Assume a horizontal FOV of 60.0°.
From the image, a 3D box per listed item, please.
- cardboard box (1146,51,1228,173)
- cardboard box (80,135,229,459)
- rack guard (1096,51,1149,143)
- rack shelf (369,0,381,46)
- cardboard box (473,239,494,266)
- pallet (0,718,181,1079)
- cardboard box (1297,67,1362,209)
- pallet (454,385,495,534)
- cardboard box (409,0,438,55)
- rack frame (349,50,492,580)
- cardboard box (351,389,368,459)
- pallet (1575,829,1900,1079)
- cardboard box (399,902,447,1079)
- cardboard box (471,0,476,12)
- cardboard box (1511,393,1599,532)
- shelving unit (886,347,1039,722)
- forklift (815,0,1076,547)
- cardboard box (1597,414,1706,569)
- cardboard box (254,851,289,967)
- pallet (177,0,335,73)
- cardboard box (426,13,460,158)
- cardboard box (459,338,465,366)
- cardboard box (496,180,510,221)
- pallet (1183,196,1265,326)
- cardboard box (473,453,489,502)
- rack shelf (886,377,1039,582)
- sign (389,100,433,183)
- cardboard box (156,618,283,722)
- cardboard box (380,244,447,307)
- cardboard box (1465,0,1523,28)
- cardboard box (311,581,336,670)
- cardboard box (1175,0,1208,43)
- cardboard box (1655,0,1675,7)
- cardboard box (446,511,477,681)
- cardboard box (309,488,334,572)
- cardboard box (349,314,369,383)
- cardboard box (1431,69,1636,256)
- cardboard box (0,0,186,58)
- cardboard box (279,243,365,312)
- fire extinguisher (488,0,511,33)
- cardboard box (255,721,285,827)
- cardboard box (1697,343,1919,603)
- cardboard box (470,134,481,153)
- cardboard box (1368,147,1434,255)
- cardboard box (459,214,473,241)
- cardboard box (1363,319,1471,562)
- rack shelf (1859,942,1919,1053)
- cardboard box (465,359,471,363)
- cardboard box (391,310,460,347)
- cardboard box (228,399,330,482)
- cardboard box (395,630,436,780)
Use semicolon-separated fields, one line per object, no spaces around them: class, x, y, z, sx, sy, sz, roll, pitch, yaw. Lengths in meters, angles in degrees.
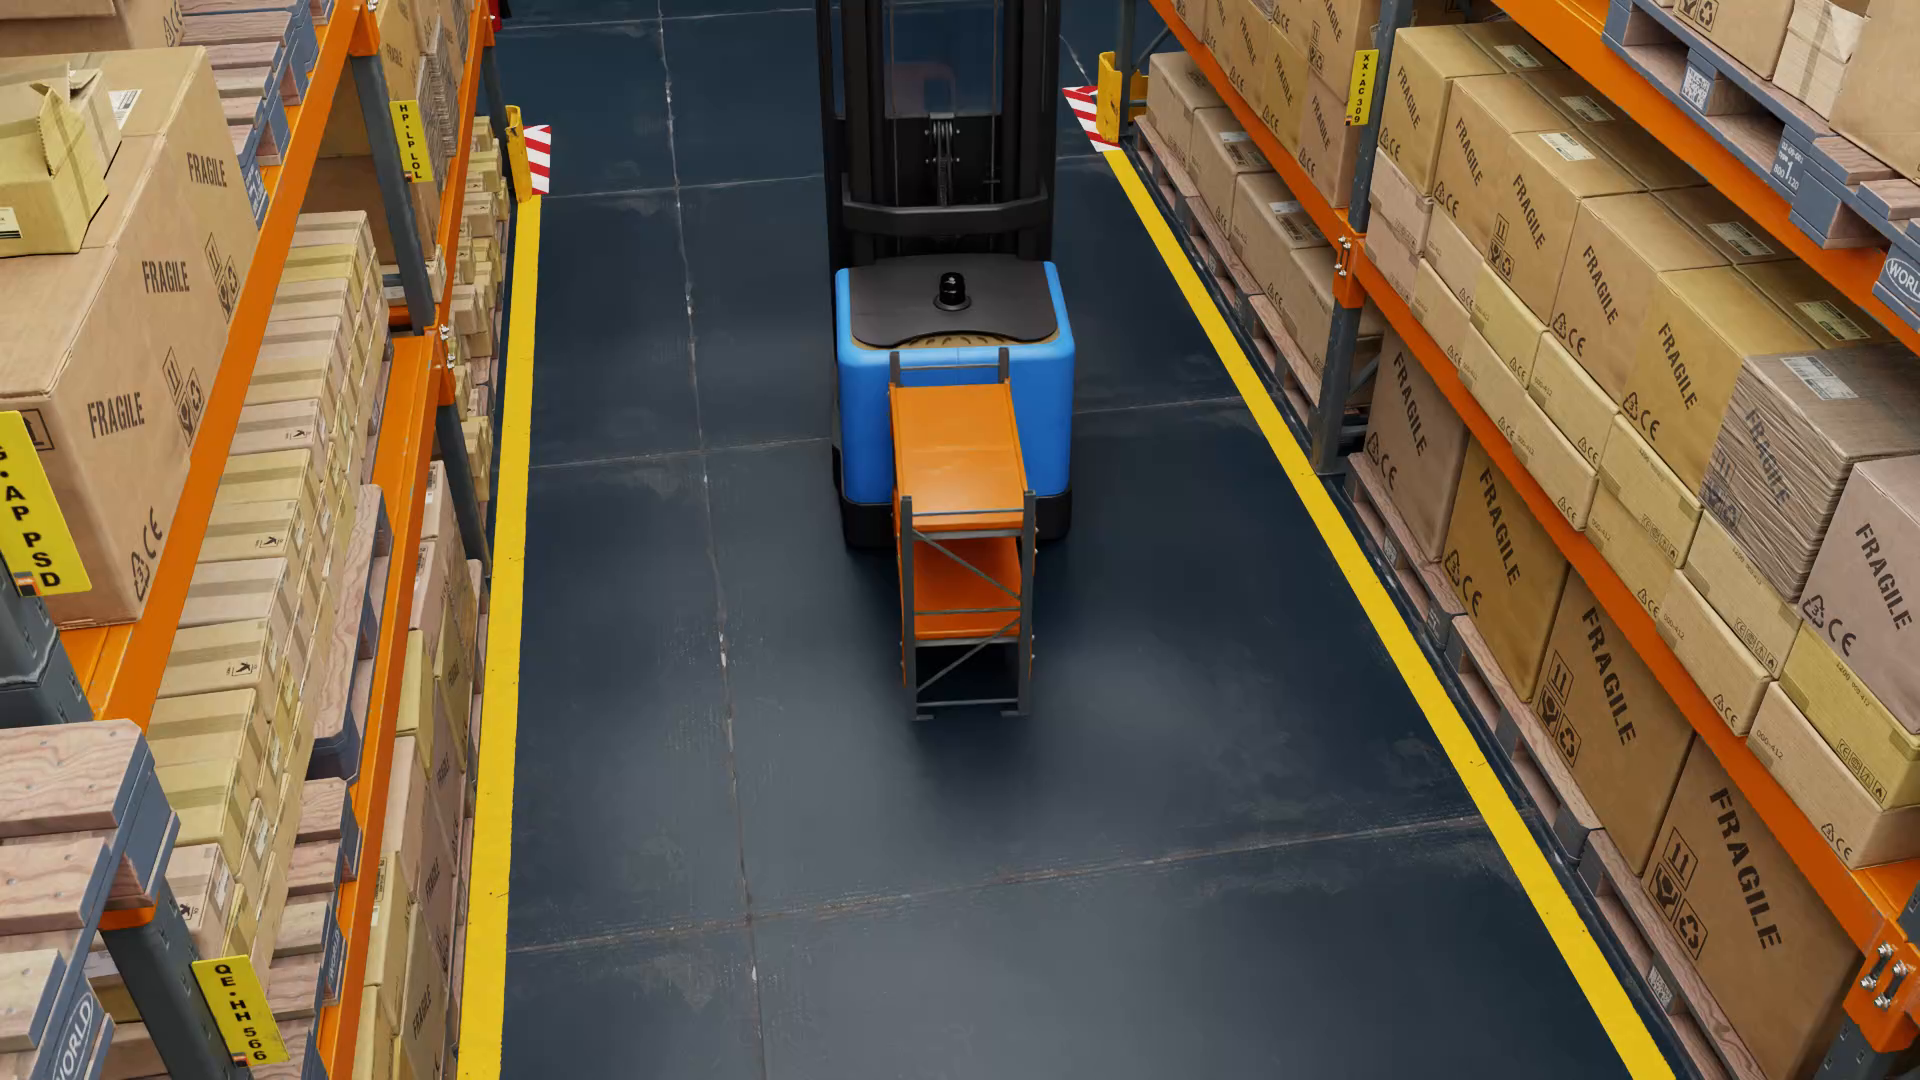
cardboard box;1.744;-2.765;10.610;0.875;0.438;0.875;-7;38;-9
cardboard box;-1.856;-0.472;3.386;0.500;0.500;0.500;-6;38;-8
rack guard;1.525;-3.026;11.237;1.175;0.500;0.348;-6;38;-8
rack shelf;-2.975;-3.097;7.433;1.077;0.370;4.000;-6;38;-8
cardboard box;-2.730;-1.492;8.965;0.380;0.149;0.250;-4;38;-6
pallet;-1.758;0.700;2.113;1.213;0.211;1.003;-5;38;-6
cardboard box;1.898;-1.875;7.636;0.500;0.500;0.500;-6;38;-8
pallet;-2.777;-0.290;7.951;1.003;0.211;1.213;-6;38;-8
cardboard box;-2.628;-2.459;7.331;0.500;0.500;0.500;-6;38;-7
rack frame;-2.625;-0.989;6.578;1.000;3.000;0.127;-6;38;-8
cardboard box;-2.229;-0.378;5.654;0.380;0.149;0.250;-8;39;-10
pallet;2.868;1.450;5.711;1.003;0.211;1.213;-6;38;-8
cardboard box;-1.888;1.490;5.082;0.500;0.500;0.500;-6;38;-7
cardboard box;-2.991;-3.139;9.551;0.380;0.149;0.250;-6;38;-8
cardboard box;2.293;-0.302;5.817;0.500;0.250;0.500;-7;38;-9
shelving unit;-0.007;-0.032;6.875;0.538;1.125;1.048;-3;38;-3
forklift;-0.115;-2.012;7.950;1.130;2.935;3.031;-3;38;-3
cardboard box;2.394;-0.186;5.259;0.500;0.250;0.500;-7;38;-9
cardboard box;-1.850;0.906;4.001;0.380;0.149;0.250;-4;38;-6
pallet;-2.621;-1.715;5.221;1.213;0.211;1.003;-6;38;-8
cardboard box;-2.610;-2.078;7.656;0.500;0.500;0.500;-7;38;-9
cardboard box;-2.629;-0.850;8.138;0.380;0.149;0.250;-8;39;-10
cardboard box;-2.884;-2.005;9.867;0.380;0.149;0.250;-5;38;-7
pallet;1.957;-1.687;9.750;1.003;0.211;1.213;-6;38;-8
cardboard box;-2.372;-0.283;7.651;0.380;0.149;0.250;-8;39;-10
rack shelf;-0.007;-0.263;6.695;0.538;0.278;1.000;-3;38;-3
sign;-2.079;-1.508;6.302;0.100;0.325;0.005;-6;38;-8
cardboard box;-1.948;0.355;4.226;0.380;0.149;0.250;-8;39;-10
cardboard box;-2.352;-1.096;6.921;0.380;0.149;0.250;-5;38;-6
cardboard box;2.386;-2.330;7.408;0.500;0.500;0.500;-6;38;-8
cardboard box;-2.038;0.268;4.823;0.380;0.149;0.250;-6;38;-7
cardboard box;1.519;-3.105;9.221;0.500;0.500;0.500;-6;38;-8
cardboard box;2.207;-1.738;4.865;0.396;0.266;0.258;-3;38;-4
cardboard box;-2.247;0.252;6.675;0.500;0.500;0.500;-7;38;-9
cardboard box;-2.089;-0.011;4.939;0.380;0.149;0.250;-5;38;-6
cardboard box;-2.273;-0.645;5.755;0.380;0.149;0.250;-5;38;-6
cardboard box;2.141;-1.416;6.231;0.500;0.500;0.500;-6;38;-8
cardboard box;-2.483;-1.433;4.278;0.797;0.503;0.637;-7;38;-9
cardboard box;-2.314;-0.907;5.850;0.380;0.149;0.250;-7;38;-9
fire extinguisher;-2.916;-3.429;10.086;0.296;0.674;0.183;-6;38;-8
cardboard box;-1.910;0.605;4.146;0.380;0.149;0.250;-7;38;-9
cardboard box;2.486;-0.194;4.658;0.500;0.500;0.500;-6;38;-7
cardboard box;-2.996;-2.229;9.671;0.380;0.149;0.250;-6;38;-7
cardboard box;2.030;-1.425;6.853;0.500;0.250;0.500;-7;38;-9
cardboard box;-2.804;-1.596;8.856;0.380;0.149;0.250;-7;38;-9
cardboard box;2.418;-0.543;7.394;0.875;0.875;0.875;-5;38;-7
rack shelf;3.283;2.326;2.898;1.077;0.370;4.000;-6;38;-8
cardboard box;-2.689;-0.895;8.439;0.380;0.149;0.250;-8;39;-10
cardboard box;-2.632;-0.970;8.050;0.380;0.149;0.250;-7;38;-9
cardboard box;-2.135;-0.282;5.045;0.380;0.149;0.250;-8;39;-10
cardboard box;-2.062;0.589;5.631;0.500;0.250;0.500;-8;39;-10
